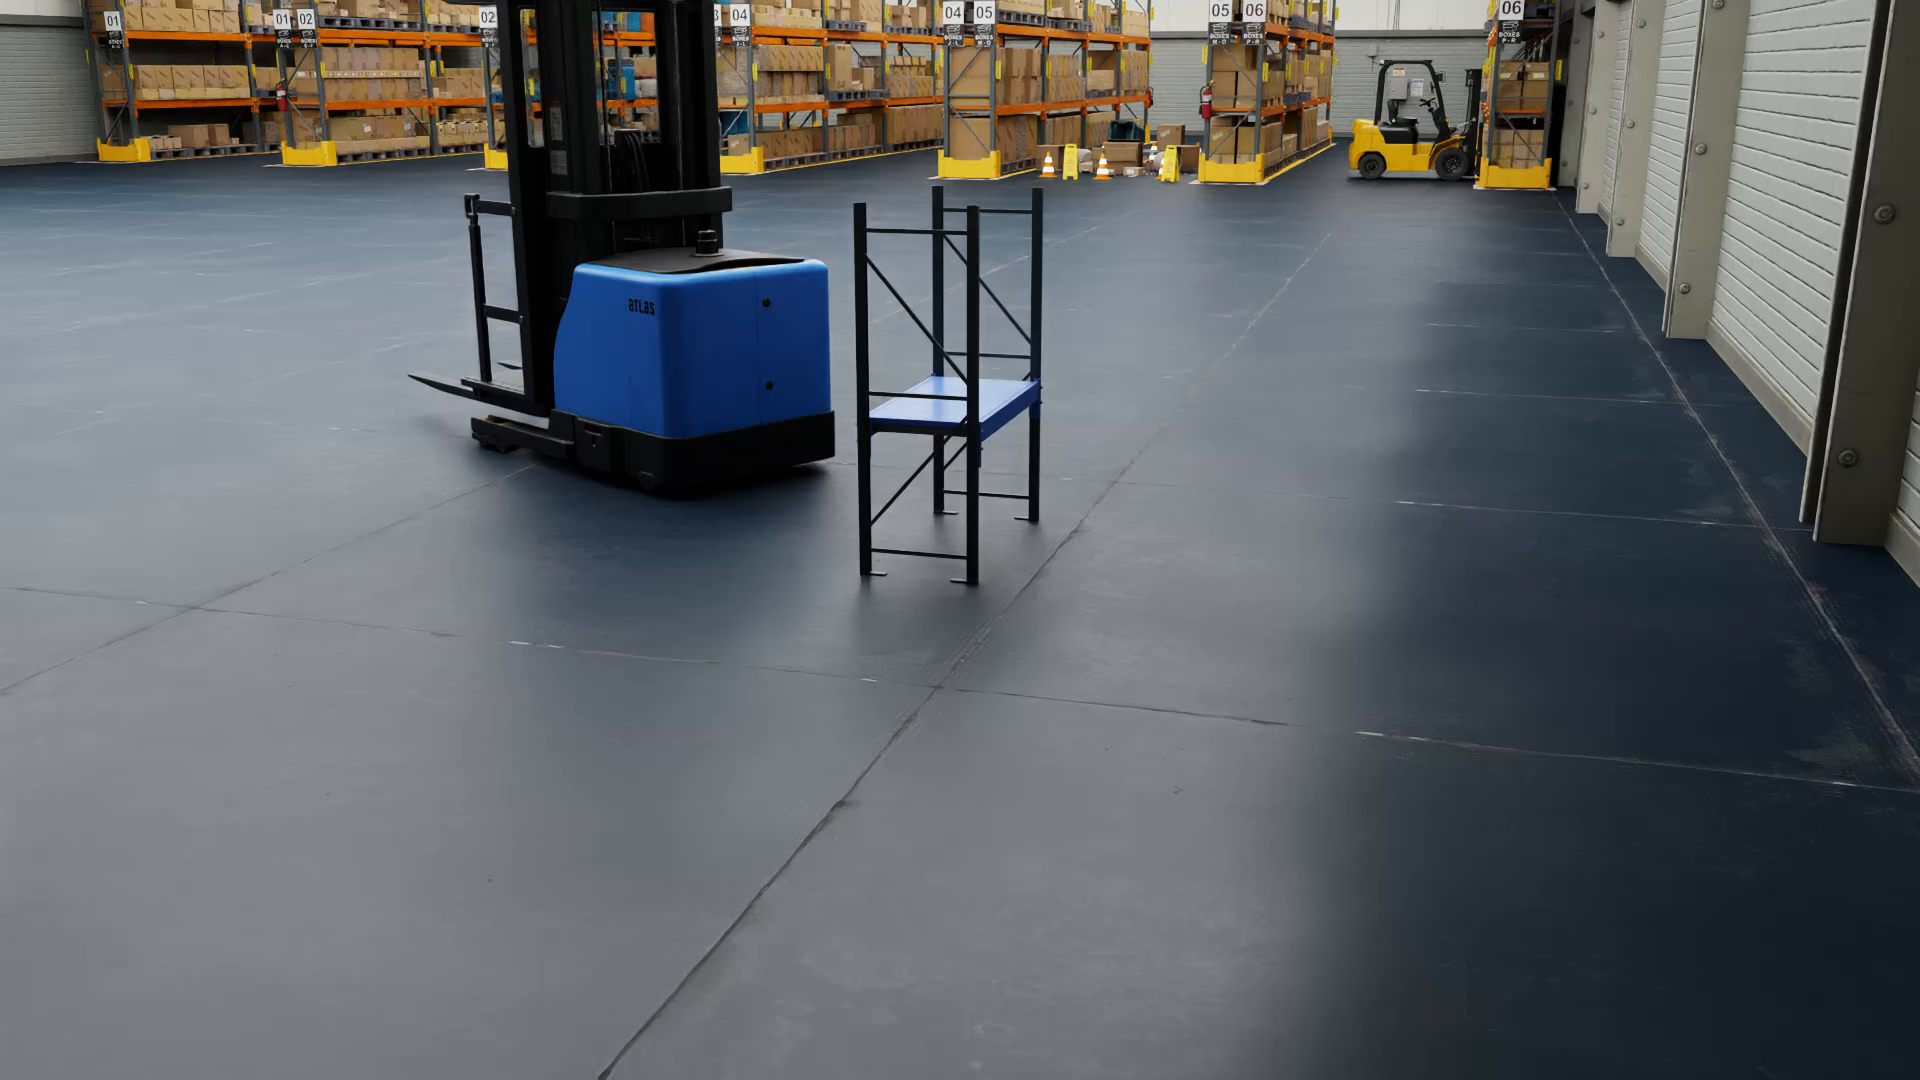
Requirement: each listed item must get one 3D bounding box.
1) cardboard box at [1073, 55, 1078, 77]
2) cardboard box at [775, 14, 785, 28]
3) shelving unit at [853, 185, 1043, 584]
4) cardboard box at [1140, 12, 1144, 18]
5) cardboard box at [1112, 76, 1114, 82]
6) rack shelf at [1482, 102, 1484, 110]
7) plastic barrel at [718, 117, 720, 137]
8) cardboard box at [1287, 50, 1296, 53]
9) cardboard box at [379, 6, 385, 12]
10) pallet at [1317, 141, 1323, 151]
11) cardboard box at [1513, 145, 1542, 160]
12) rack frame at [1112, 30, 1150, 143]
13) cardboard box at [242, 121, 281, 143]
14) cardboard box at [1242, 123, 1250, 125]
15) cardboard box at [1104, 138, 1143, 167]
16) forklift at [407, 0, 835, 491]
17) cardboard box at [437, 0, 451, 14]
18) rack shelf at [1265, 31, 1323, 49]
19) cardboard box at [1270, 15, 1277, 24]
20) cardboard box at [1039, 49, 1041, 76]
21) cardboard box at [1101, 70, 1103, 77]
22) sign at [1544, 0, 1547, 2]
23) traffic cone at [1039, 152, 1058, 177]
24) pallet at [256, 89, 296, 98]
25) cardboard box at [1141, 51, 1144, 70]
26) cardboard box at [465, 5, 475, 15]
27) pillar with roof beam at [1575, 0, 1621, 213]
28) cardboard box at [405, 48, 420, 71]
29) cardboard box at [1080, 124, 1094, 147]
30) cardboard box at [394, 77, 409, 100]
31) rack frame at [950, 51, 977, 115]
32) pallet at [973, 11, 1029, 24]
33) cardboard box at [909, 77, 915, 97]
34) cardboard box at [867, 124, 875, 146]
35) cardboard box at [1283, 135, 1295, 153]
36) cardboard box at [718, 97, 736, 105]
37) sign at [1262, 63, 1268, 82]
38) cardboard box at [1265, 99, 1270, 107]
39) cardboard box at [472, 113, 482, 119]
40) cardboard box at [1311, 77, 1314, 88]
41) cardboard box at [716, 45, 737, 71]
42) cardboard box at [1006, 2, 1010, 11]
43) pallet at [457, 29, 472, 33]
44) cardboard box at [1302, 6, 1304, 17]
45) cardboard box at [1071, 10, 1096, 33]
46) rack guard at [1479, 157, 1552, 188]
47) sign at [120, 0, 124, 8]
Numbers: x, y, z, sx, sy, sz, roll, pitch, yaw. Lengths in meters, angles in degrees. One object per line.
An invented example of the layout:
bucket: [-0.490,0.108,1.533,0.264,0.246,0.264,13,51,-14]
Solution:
cardboard box: [2.320,-10.889,38.209,0.700,0.500,0.500,5,16,16]
cardboard box: [-3.873,-10.537,33.759,0.500,0.250,0.500,5,16,16]
shelving unit: [-0.024,-0.699,7.046,0.538,1.500,1.048,5,16,16]
cardboard box: [4.711,-14.062,44.540,0.380,0.149,0.250,5,17,17]
cardboard box: [3.671,-11.628,41.975,0.380,0.149,0.250,5,17,18]
rack shelf: [13.697,-10.959,41.789,1.077,0.370,4.000,5,16,16]
plastic barrel: [-6.574,-10.739,43.343,0.600,0.588,0.708,5,16,16]
cardboard box: [8.151,-12.113,41.332,0.380,0.149,0.250,4,16,15]
cardboard box: [-13.452,-12.028,37.878,0.500,0.311,0.500,4,16,13]
pallet: [8.660,-10.017,42.260,1.003,0.211,1.213,5,16,16]
cardboard box: [10.052,-6.869,29.404,0.500,0.250,0.500,5,17,17]
rack frame: [4.731,-12.570,46.149,1.000,3.000,0.127,5,16,16]
cardboard box: [-17.460,-10.197,41.557,0.700,0.500,0.500,5,17,18]
cardboard box: [5.379,-7.903,32.591,0.500,0.500,0.500,6,17,19]
cardboard box: [3.288,-7.792,33.630,0.797,0.637,0.503,5,16,16]
forklift: [-2.040,-1.971,8.908,1.130,2.935,3.031,-15,22,-43]
cardboard box: [-12.550,-12.854,39.783,0.500,0.500,0.500,6,17,21]
rack shelf: [7.801,-11.740,39.044,1.077,0.370,4.000,5,16,16]
cardboard box: [5.728,-9.749,31.166,0.380,0.149,0.250,5,17,17]
cardboard box: [1.183,-9.928,34.582,0.875,0.550,0.550,5,16,16]
cardboard box: [3.296,-11.430,40.730,0.380,0.149,0.250,4,16,13]
sign: [12.522,-11.420,35.507,0.100,0.325,0.005,5,16,16]
traffic cone: [1.697,-7.192,31.839,0.336,0.463,0.334,5,16,16]
pallet: [-17.297,-11.090,41.284,1.003,0.211,1.213,5,16,16]
cardboard box: [4.695,-12.971,45.001,0.500,0.500,0.500,4,16,14]
cardboard box: [-14.633,-15.498,48.924,0.500,0.500,0.500,5,17,16]
pillar with roof beam: [4.948,-9.405,23.997,9.100,9.000,0.400,5,16,16]
cardboard box: [-13.023,-11.166,38.640,0.700,0.500,0.500,5,17,16]
cardboard box: [2.903,-9.642,39.637,0.500,0.500,0.500,4,16,14]
cardboard box: [-13.166,-10.404,38.329,0.700,0.500,0.500,4,16,15]
rack frame: [0.004,-12.981,47.599,1.000,3.000,0.127,5,16,16]
pallet: [0.730,-10.300,32.810,1.003,0.211,1.213,5,16,16]
cardboard box: [-1.440,-11.442,41.990,0.500,0.500,0.500,5,16,16]
cardboard box: [-2.440,-9.720,39.877,0.700,0.500,0.500,4,16,13]
cardboard box: [6.860,-8.717,36.610,0.950,0.372,0.625,4,16,15]
cardboard box: [-4.660,-8.765,33.194,0.380,0.149,0.250,5,16,16]
sign: [5.479,-8.401,29.865,0.100,0.325,0.005,5,16,16]
cardboard box: [5.581,-8.172,31.103,0.380,0.149,0.250,5,17,17]
cardboard box: [-14.775,-12.539,49.853,0.700,0.500,0.500,5,17,17]
cardboard box: [8.071,-10.798,39.259,0.500,0.250,0.500,5,17,17]
cardboard box: [-4.623,-9.630,33.225,0.500,0.500,0.500,5,16,16]
cardboard box: [0.732,-10.153,31.640,0.380,0.149,0.250,5,16,16]
pallet: [-11.873,-12.825,41.897,1.213,0.211,1.003,5,17,18]
cardboard box: [6.911,-11.034,34.742,0.500,0.250,0.500,4,16,15]
cardboard box: [2.875,-12.097,38.801,0.500,0.500,0.500,5,16,16]
rack guard: [9.712,-6.434,29.096,1.175,0.500,0.348,5,16,16]
sign: [-18.270,-11.769,36.226,0.100,0.325,0.005,5,16,16]
